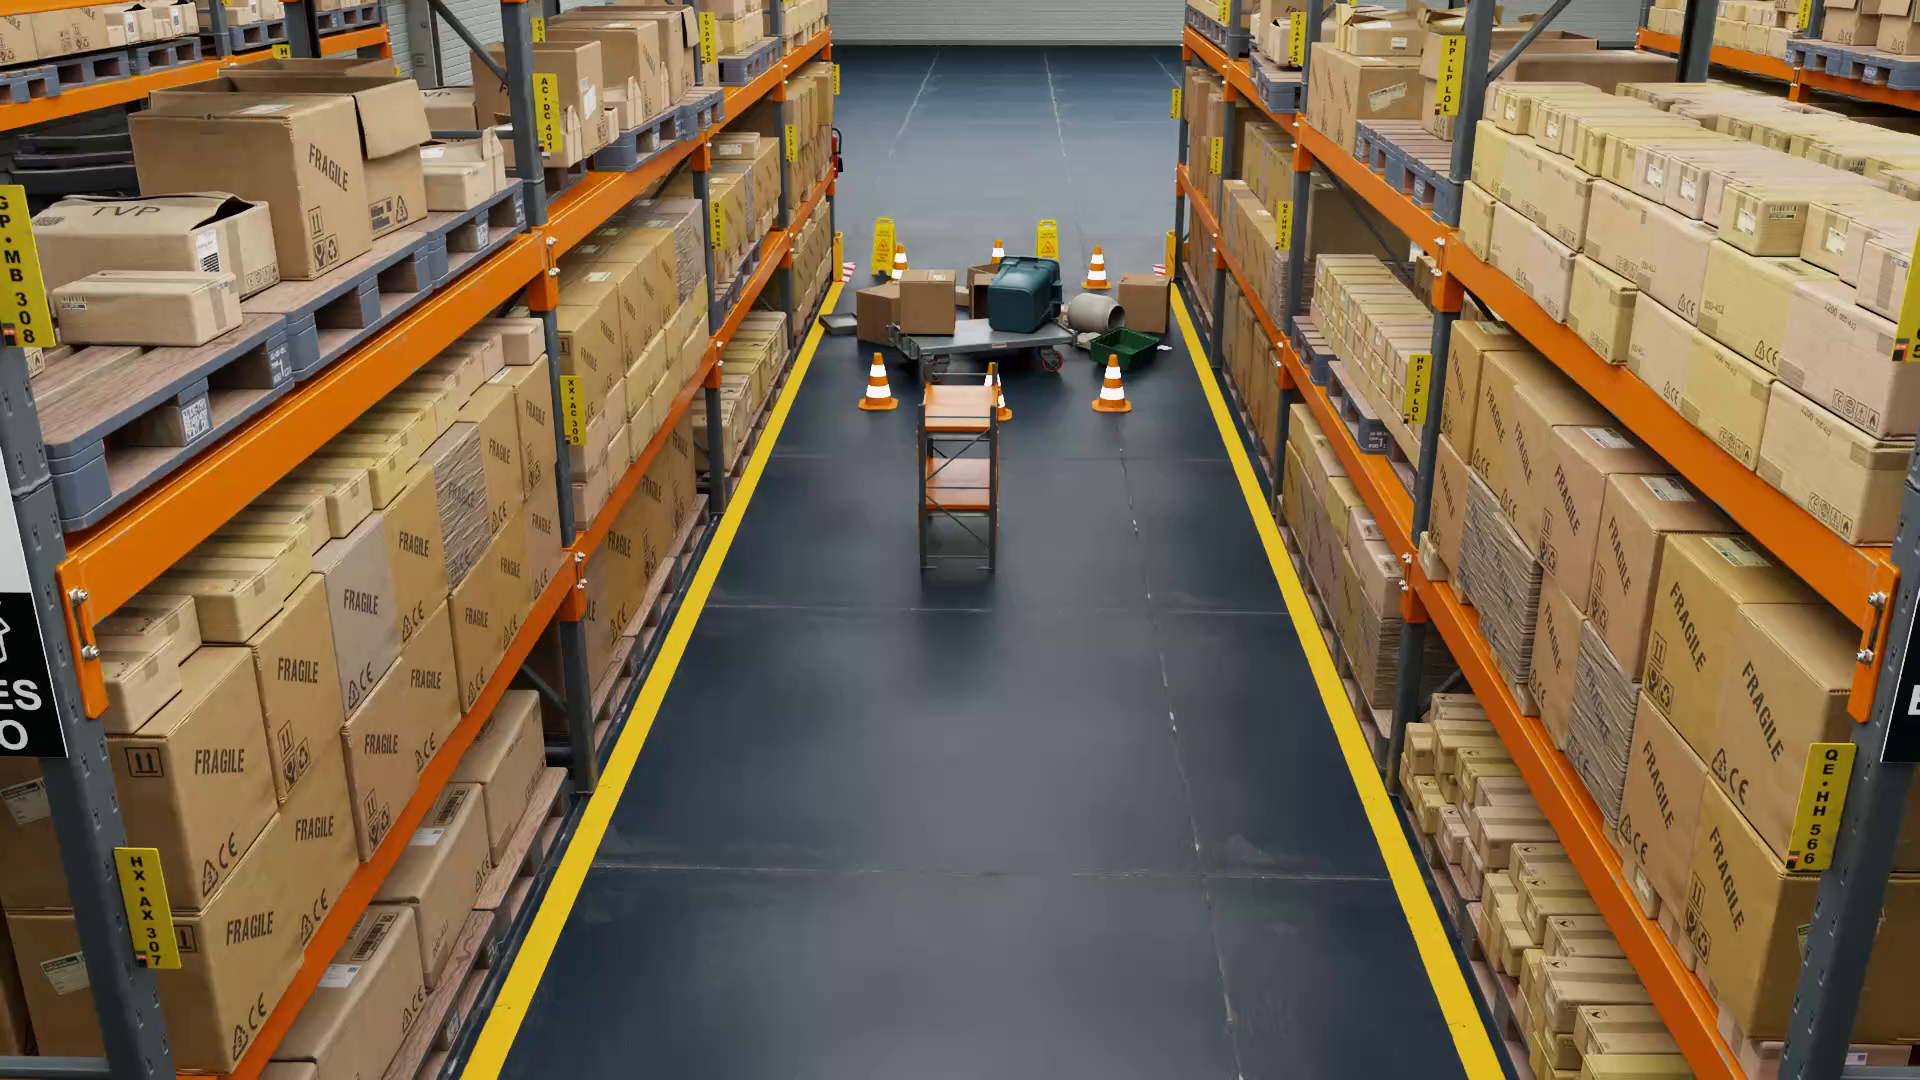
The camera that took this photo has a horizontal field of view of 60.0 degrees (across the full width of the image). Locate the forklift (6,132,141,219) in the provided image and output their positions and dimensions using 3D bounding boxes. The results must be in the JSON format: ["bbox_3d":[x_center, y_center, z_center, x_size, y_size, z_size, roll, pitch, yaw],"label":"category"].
[{"bbox_3d":[-5.074,-1.048,10.177,1.130,2.935,3.031,-13,25,-30],"label":"forklift"}]

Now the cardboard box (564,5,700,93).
[{"bbox_3d":[-2.060,-3.107,10.519,0.797,0.503,0.637,-1,21,-2],"label":"cardboard box"}]

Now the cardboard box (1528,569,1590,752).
[{"bbox_3d":[2.317,0.408,5.782,0.500,0.500,0.500,2,21,4],"label":"cardboard box"}]

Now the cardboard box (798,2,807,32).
[{"bbox_3d":[-1.756,-5.039,16.020,0.500,0.250,0.500,1,21,2],"label":"cardboard box"}]

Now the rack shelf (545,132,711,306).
[{"bbox_3d":[-2.260,-1.942,9.236,1.077,0.370,4.000,1,21,2],"label":"rack shelf"}]

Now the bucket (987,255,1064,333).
[{"bbox_3d":[0.573,-2.288,15.703,0.726,0.611,0.620,8,33,20],"label":"bucket"}]

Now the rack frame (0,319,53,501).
[{"bbox_3d":[-2.442,-1.507,2.972,1.000,3.000,0.127,1,21,2],"label":"rack frame"}]

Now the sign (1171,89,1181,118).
[{"bbox_3d":[2.441,-4.926,18.771,0.100,0.325,0.005,1,21,2],"label":"sign"}]

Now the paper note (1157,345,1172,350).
[{"bbox_3d":[1.989,-1.900,16.382,0.147,0.020,0.142,-16,26,-35],"label":"paper note"}]

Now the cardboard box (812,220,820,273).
[{"bbox_3d":[-1.754,-3.095,17.542,0.500,0.500,0.500,0,21,0],"label":"cardboard box"}]

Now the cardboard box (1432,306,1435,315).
[{"bbox_3d":[3.180,-1.426,10.414,0.380,0.149,0.250,1,21,3],"label":"cardboard box"}]

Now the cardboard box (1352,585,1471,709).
[{"bbox_3d":[2.401,0.561,8.811,0.500,0.500,0.500,0,21,1],"label":"cardboard box"}]

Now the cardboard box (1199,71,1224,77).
[{"bbox_3d":[3.021,-4.717,17.838,0.875,0.550,0.550,1,21,2],"label":"cardboard box"}]

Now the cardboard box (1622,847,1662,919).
[{"bbox_3d":[2.258,1.031,5.071,0.380,0.149,0.250,1,21,3],"label":"cardboard box"}]

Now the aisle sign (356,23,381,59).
[{"bbox_3d":[-6.622,-5.781,18.687,0.394,0.787,0.004,1,21,2],"label":"aisle sign"}]

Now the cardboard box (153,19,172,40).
[{"bbox_3d":[-6.769,-4.225,13.752,0.380,0.149,0.250,1,21,1],"label":"cardboard box"}]

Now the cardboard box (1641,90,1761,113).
[{"bbox_3d":[2.896,-1.674,6.514,0.380,0.149,0.250,1,21,3],"label":"cardboard box"}]

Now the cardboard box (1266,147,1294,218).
[{"bbox_3d":[2.818,-2.813,13.111,0.700,0.500,0.500,0,21,1],"label":"cardboard box"}]

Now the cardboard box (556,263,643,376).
[{"bbox_3d":[-2.014,-1.190,8.930,0.500,0.500,0.500,0,21,0],"label":"cardboard box"}]

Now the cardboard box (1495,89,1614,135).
[{"bbox_3d":[2.338,-1.685,6.543,0.380,0.149,0.250,0,21,-1],"label":"cardboard box"}]

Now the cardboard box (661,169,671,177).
[{"bbox_3d":[-2.431,-2.880,12.779,0.380,0.149,0.250,0,21,-1],"label":"cardboard box"}]

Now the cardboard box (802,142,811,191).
[{"bbox_3d":[-1.765,-3.753,16.506,0.500,0.500,0.500,0,21,1],"label":"cardboard box"}]

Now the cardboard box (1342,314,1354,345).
[{"bbox_3d":[2.510,-1.253,9.968,0.380,0.149,0.250,1,21,2],"label":"cardboard box"}]

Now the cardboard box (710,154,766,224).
[{"bbox_3d":[-1.897,-2.894,13.712,0.500,0.500,0.500,1,21,3],"label":"cardboard box"}]

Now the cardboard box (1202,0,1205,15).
[{"bbox_3d":[2.619,-5.332,16.606,0.380,0.149,0.250,1,21,2],"label":"cardboard box"}]

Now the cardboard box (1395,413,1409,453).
[{"bbox_3d":[2.461,-0.547,8.558,0.380,0.149,0.250,1,21,1],"label":"cardboard box"}]

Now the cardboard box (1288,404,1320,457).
[{"bbox_3d":[2.489,-0.718,11.071,0.500,0.250,0.500,0,21,-1],"label":"cardboard box"}]

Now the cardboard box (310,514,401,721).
[{"bbox_3d":[-2.126,0.234,5.259,0.500,0.500,0.500,0,21,1],"label":"cardboard box"}]

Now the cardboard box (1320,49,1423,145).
[{"bbox_3d":[2.461,-2.645,9.914,0.500,0.500,0.500,1,21,2],"label":"cardboard box"}]

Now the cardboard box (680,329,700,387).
[{"bbox_3d":[-1.955,-1.162,10.584,0.500,0.250,0.500,1,21,3],"label":"cardboard box"}]

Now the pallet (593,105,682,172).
[{"bbox_3d":[-2.196,-2.275,9.360,1.003,0.211,1.213,2,21,4],"label":"pallet"}]

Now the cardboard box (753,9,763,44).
[{"bbox_3d":[-1.950,-4.360,14.100,0.500,0.250,0.500,0,21,1],"label":"cardboard box"}]

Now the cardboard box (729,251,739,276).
[{"bbox_3d":[-1.878,-2.096,12.551,0.380,0.149,0.250,1,21,2],"label":"cardboard box"}]

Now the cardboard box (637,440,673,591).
[{"bbox_3d":[-2.334,-0.236,10.348,0.875,0.875,0.875,1,21,2],"label":"cardboard box"}]

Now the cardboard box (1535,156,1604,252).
[{"bbox_3d":[2.327,-1.167,5.758,0.500,0.250,0.500,1,21,3],"label":"cardboard box"}]

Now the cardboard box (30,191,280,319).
[{"bbox_3d":[-2.347,-0.850,4.830,0.500,0.311,0.500,1,21,3],"label":"cardboard box"}]

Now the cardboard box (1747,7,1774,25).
[{"bbox_3d":[7.553,-4.862,15.422,0.380,0.149,0.250,0,21,0],"label":"cardboard box"}]

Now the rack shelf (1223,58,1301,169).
[{"bbox_3d":[2.813,-3.371,12.917,1.077,0.370,4.000,1,21,2],"label":"rack shelf"}]

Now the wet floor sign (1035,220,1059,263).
[{"bbox_3d":[1.017,-3.412,19.430,0.267,0.644,0.232,-3,21,-8],"label":"wet floor sign"}]

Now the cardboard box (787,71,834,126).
[{"bbox_3d":[-1.688,-4.591,17.282,0.700,0.500,0.500,0,21,1],"label":"cardboard box"}]

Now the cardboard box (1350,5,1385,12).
[{"bbox_3d":[3.040,-3.994,12.933,0.500,0.311,0.500,0,21,0],"label":"cardboard box"}]

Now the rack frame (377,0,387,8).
[{"bbox_3d":[-6.917,-7.345,18.019,1.000,3.000,0.127,1,21,2],"label":"rack frame"}]

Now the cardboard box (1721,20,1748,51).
[{"bbox_3d":[7.618,-4.809,15.836,0.500,0.250,0.500,0,21,1],"label":"cardboard box"}]

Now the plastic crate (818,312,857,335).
[{"bbox_3d":[-1.210,-2.246,17.207,0.402,0.080,0.583,-7,22,-17],"label":"plastic crate"}]

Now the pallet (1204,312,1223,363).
[{"bbox_3d":[2.975,-2.005,16.404,1.003,0.211,1.213,1,21,2],"label":"pallet"}]

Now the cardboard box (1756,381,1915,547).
[{"bbox_3d":[2.258,-0.188,3.927,0.500,0.250,0.500,0,21,0],"label":"cardboard box"}]

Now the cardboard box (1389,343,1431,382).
[{"bbox_3d":[2.472,-0.927,8.716,0.380,0.149,0.250,1,21,1],"label":"cardboard box"}]

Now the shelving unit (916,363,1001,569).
[{"bbox_3d":[0.000,-0.522,11.319,0.538,1.125,1.048,1,21,2],"label":"shelving unit"}]

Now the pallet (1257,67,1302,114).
[{"bbox_3d":[2.718,-3.128,11.559,1.213,0.211,1.003,2,21,4],"label":"pallet"}]

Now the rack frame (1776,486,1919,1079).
[{"bbox_3d":[2.509,1.308,4.011,1.000,3.000,0.127,1,21,2],"label":"rack frame"}]

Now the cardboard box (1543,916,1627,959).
[{"bbox_3d":[2.360,1.500,6.055,0.380,0.149,0.250,0,21,0],"label":"cardboard box"}]

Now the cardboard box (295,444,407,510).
[{"bbox_3d":[-2.065,-0.211,5.508,0.380,0.149,0.250,0,21,0],"label":"cardboard box"}]

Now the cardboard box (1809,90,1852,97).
[{"bbox_3d":[8.110,-3.932,15.584,0.500,0.500,0.500,1,21,2],"label":"cardboard box"}]

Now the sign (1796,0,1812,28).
[{"bbox_3d":[7.286,-4.582,14.330,0.100,0.325,0.005,1,21,2],"label":"sign"}]

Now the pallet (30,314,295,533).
[{"bbox_3d":[-2.430,-0.335,4.222,1.003,0.211,1.213,1,21,2],"label":"pallet"}]

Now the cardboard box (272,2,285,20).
[{"bbox_3d":[-6.698,-5.062,15.911,0.380,0.149,0.250,1,21,3],"label":"cardboard box"}]

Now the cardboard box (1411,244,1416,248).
[{"bbox_3d":[3.048,-1.974,12.332,0.500,0.500,0.500,0,21,1],"label":"cardboard box"}]

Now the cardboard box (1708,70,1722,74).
[{"bbox_3d":[7.638,-4.661,17.462,0.500,0.500,0.500,1,21,2],"label":"cardboard box"}]

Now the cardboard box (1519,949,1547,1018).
[{"bbox_3d":[2.283,1.641,6.102,0.380,0.149,0.250,2,21,4],"label":"cardboard box"}]
